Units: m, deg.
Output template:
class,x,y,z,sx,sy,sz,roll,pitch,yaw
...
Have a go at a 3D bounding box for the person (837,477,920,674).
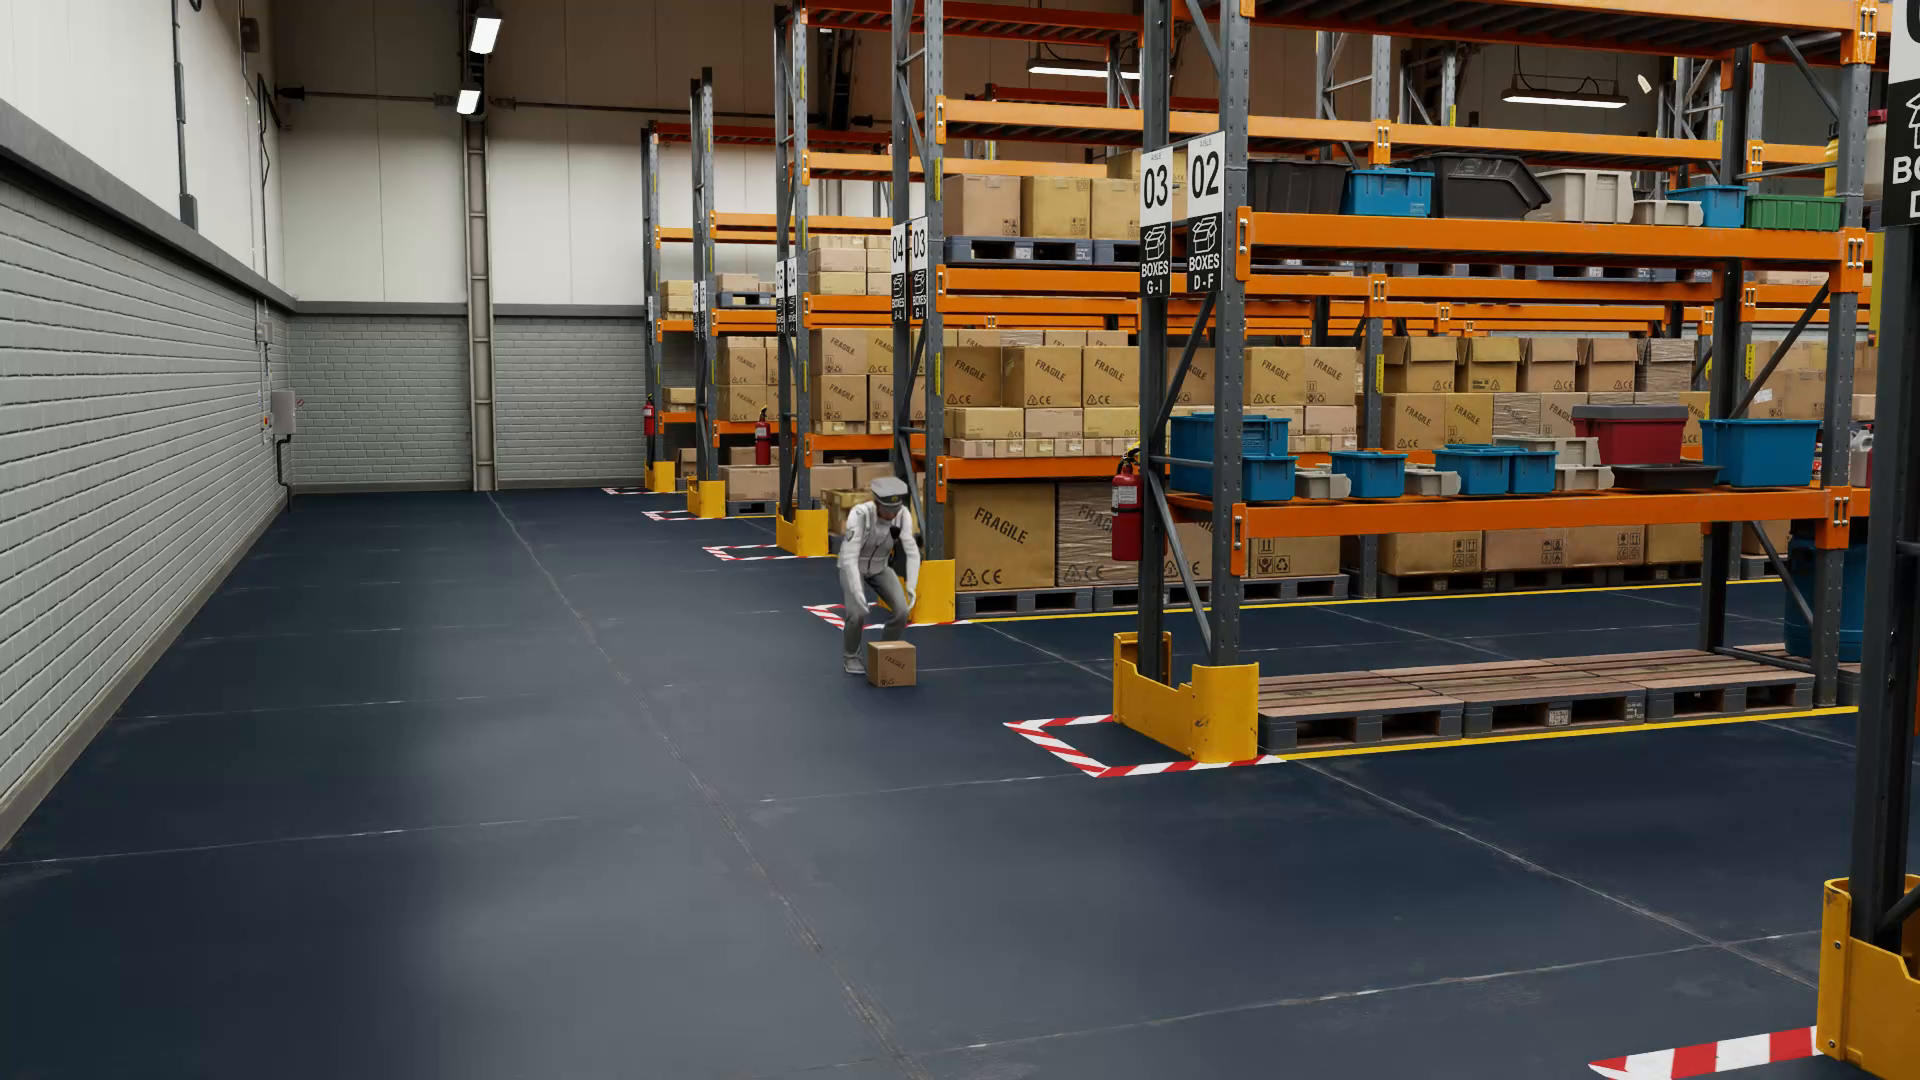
class,x,y,z,sx,sy,sz,roll,pitch,yaw
person,-0.540,0.231,11.038,0.534,1.320,0.739,-2,6,-19
